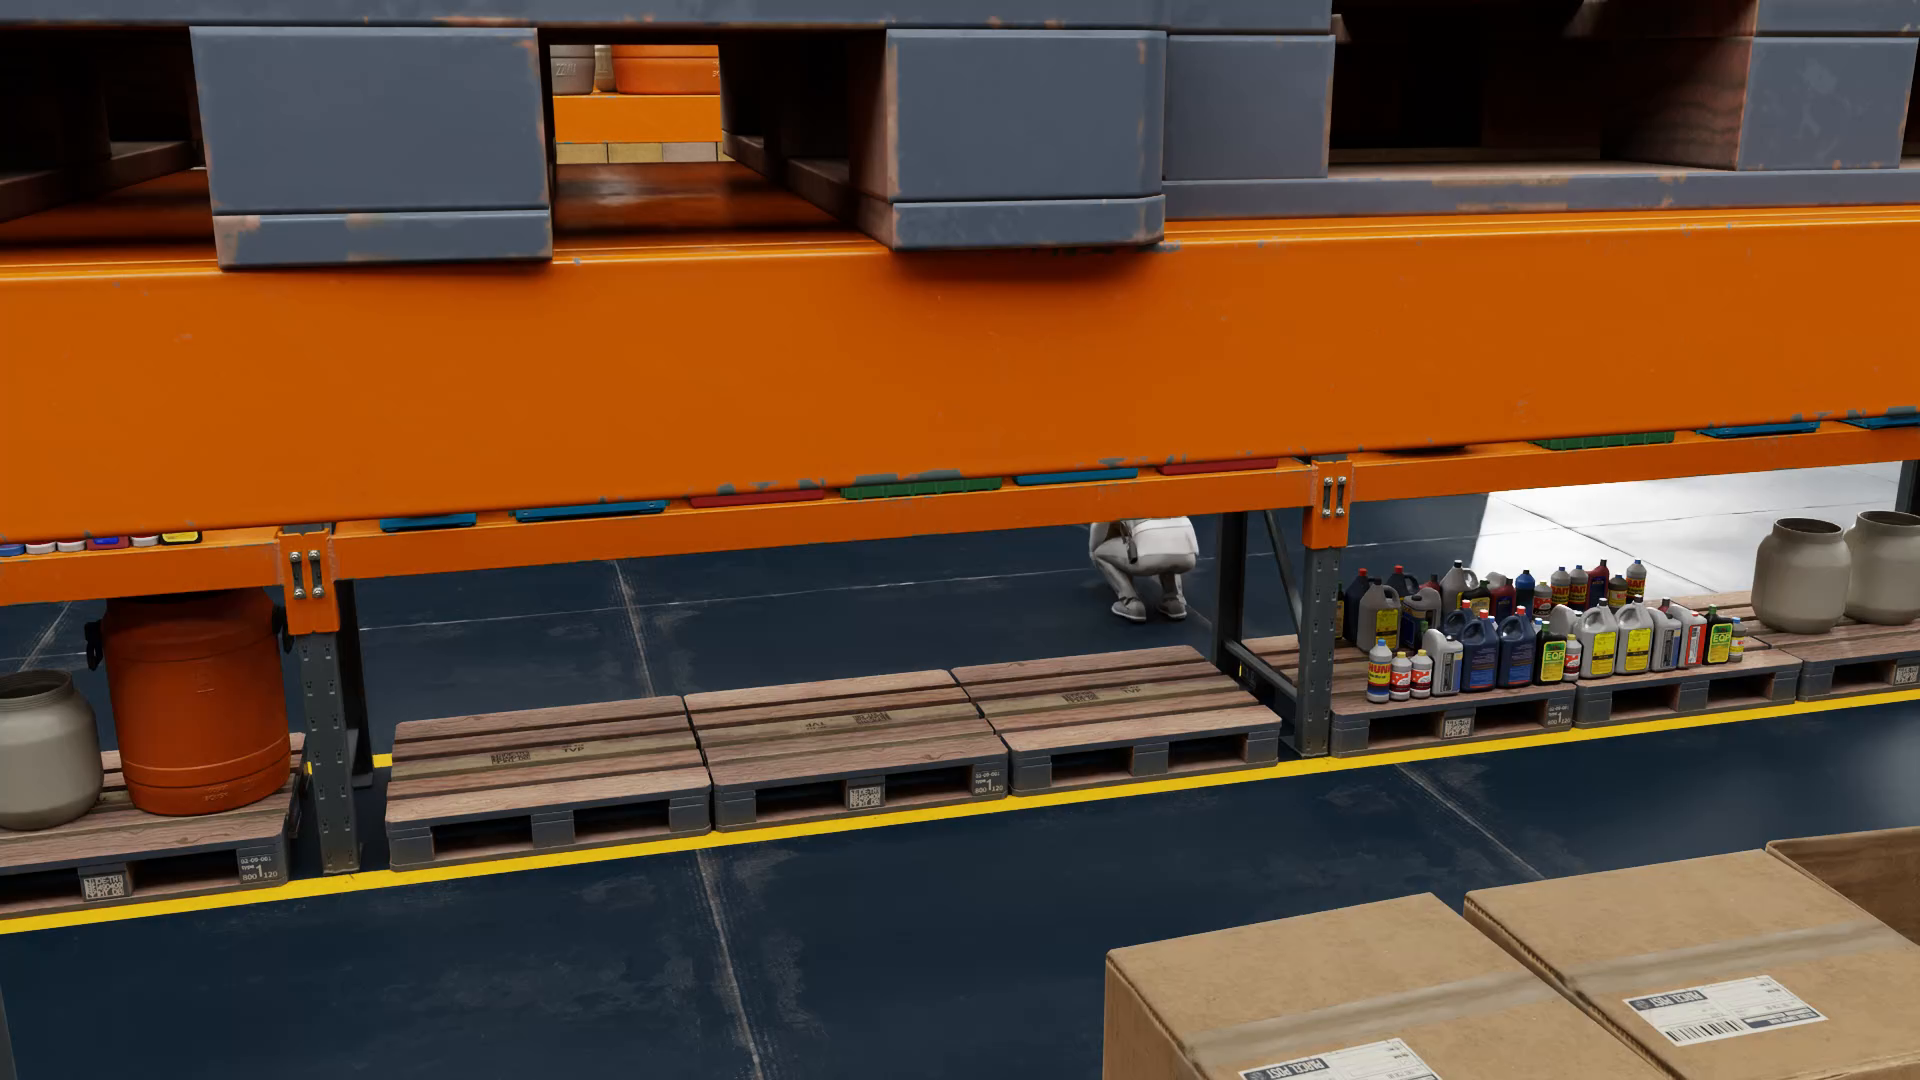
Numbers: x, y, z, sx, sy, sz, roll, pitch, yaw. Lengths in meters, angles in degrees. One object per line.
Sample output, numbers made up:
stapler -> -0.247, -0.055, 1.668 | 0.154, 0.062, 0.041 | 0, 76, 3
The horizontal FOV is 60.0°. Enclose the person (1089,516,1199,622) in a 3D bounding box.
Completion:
person -> 0.998, -0.083, 9.111 | 0.485, 0.965, 0.835 | -5, 17, -16
